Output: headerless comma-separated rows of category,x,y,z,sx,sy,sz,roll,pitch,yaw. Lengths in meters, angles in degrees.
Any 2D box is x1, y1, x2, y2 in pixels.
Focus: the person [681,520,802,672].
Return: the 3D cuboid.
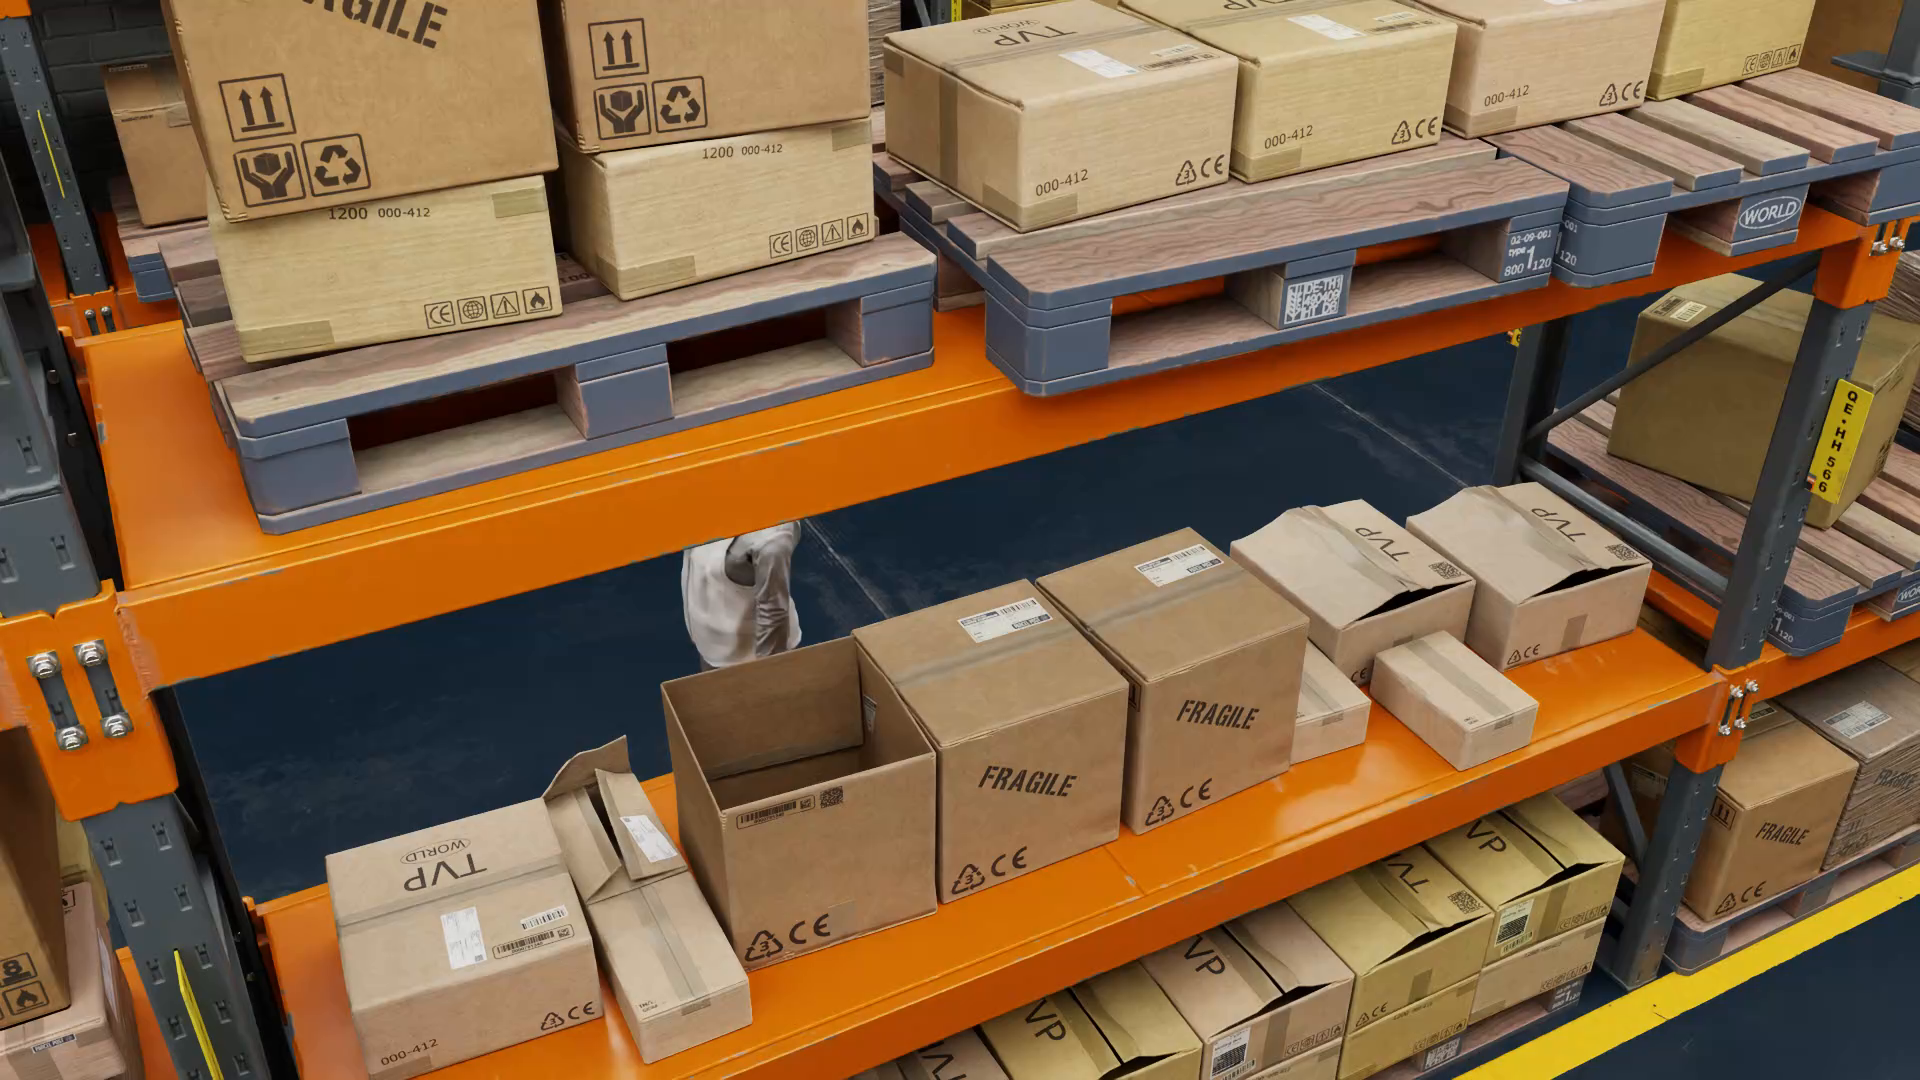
person,-0.729,0.334,5.606,0.356,1.775,0.532,-15,36,-22
